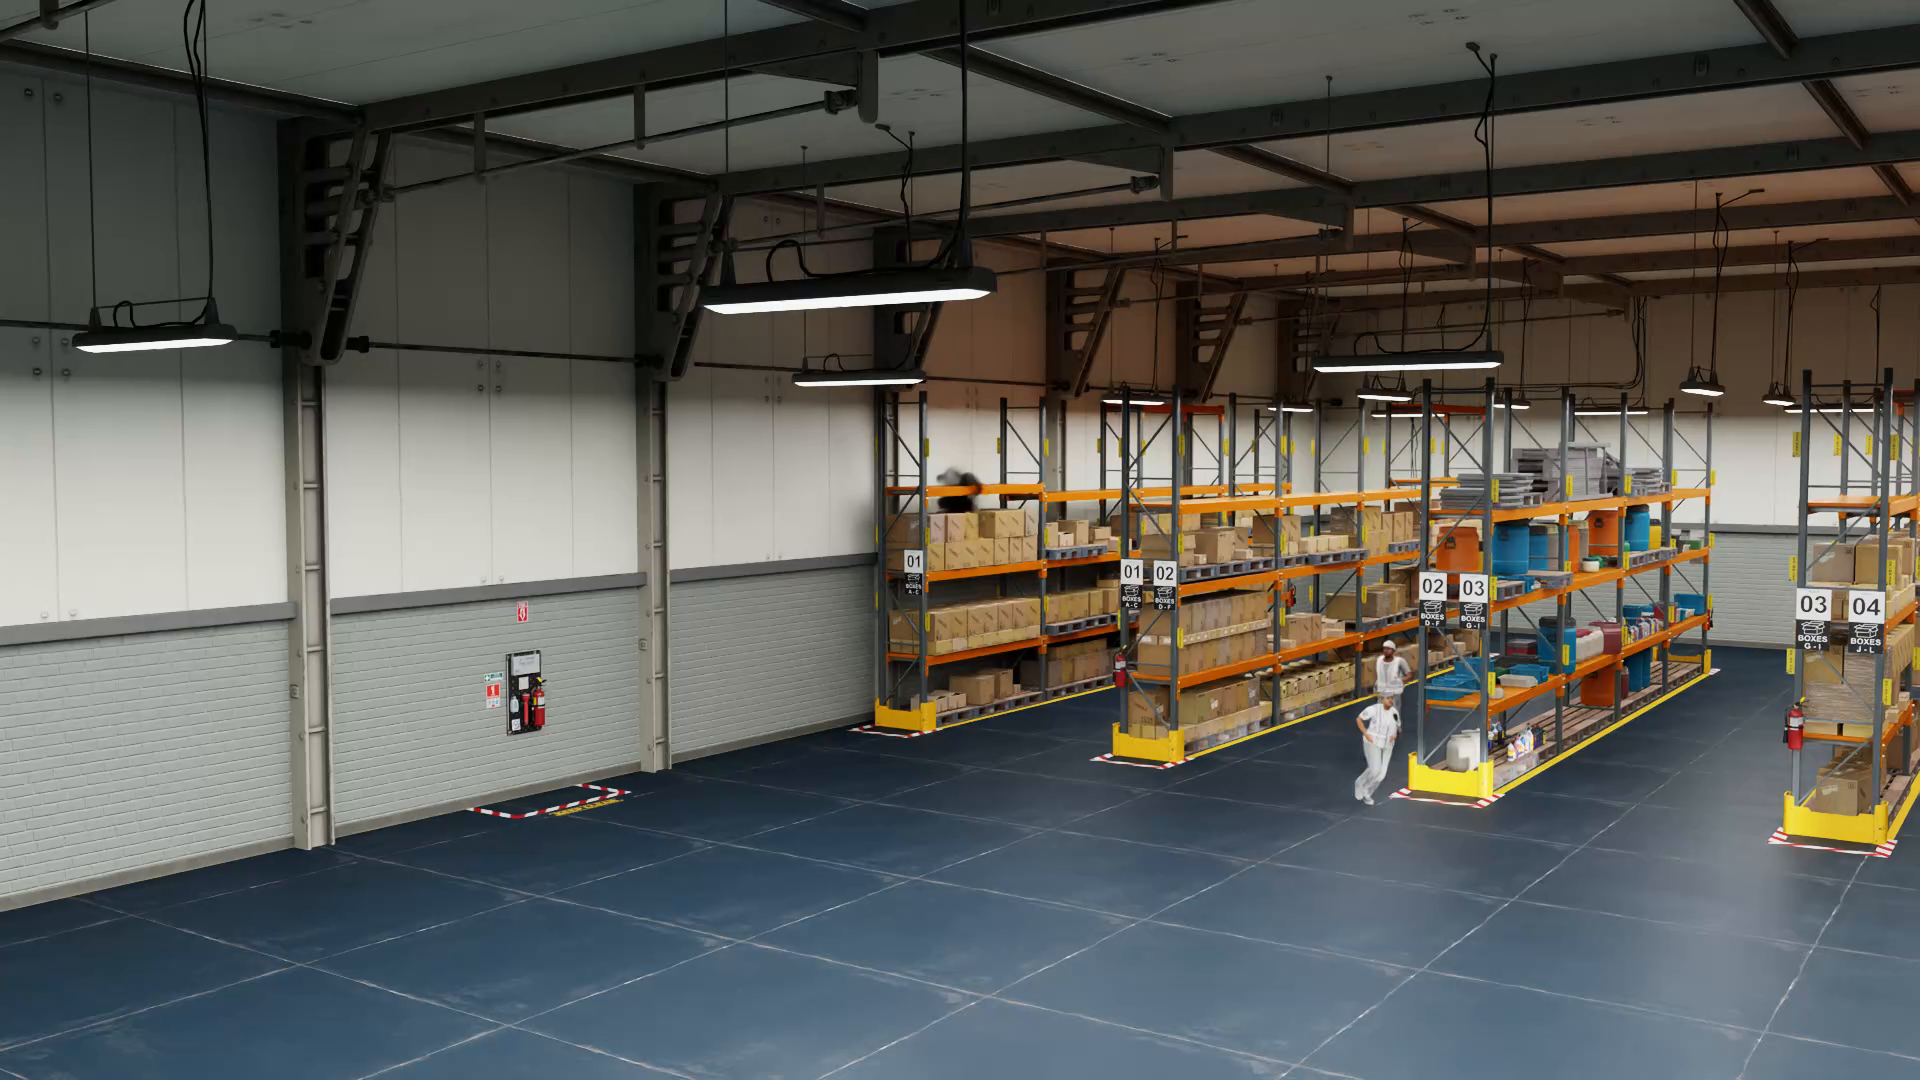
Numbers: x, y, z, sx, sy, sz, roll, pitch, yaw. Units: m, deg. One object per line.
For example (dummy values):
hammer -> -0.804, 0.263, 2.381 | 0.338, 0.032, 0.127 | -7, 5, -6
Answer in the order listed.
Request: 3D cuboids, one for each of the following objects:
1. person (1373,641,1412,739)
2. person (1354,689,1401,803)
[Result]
person -> 7.207, 2.572, 27.788 | 0.669, 1.789, 0.901 | 2, 4, 30
person -> 5.914, 2.902, 23.378 | 0.617, 1.616, 0.507 | -1, 3, -16
